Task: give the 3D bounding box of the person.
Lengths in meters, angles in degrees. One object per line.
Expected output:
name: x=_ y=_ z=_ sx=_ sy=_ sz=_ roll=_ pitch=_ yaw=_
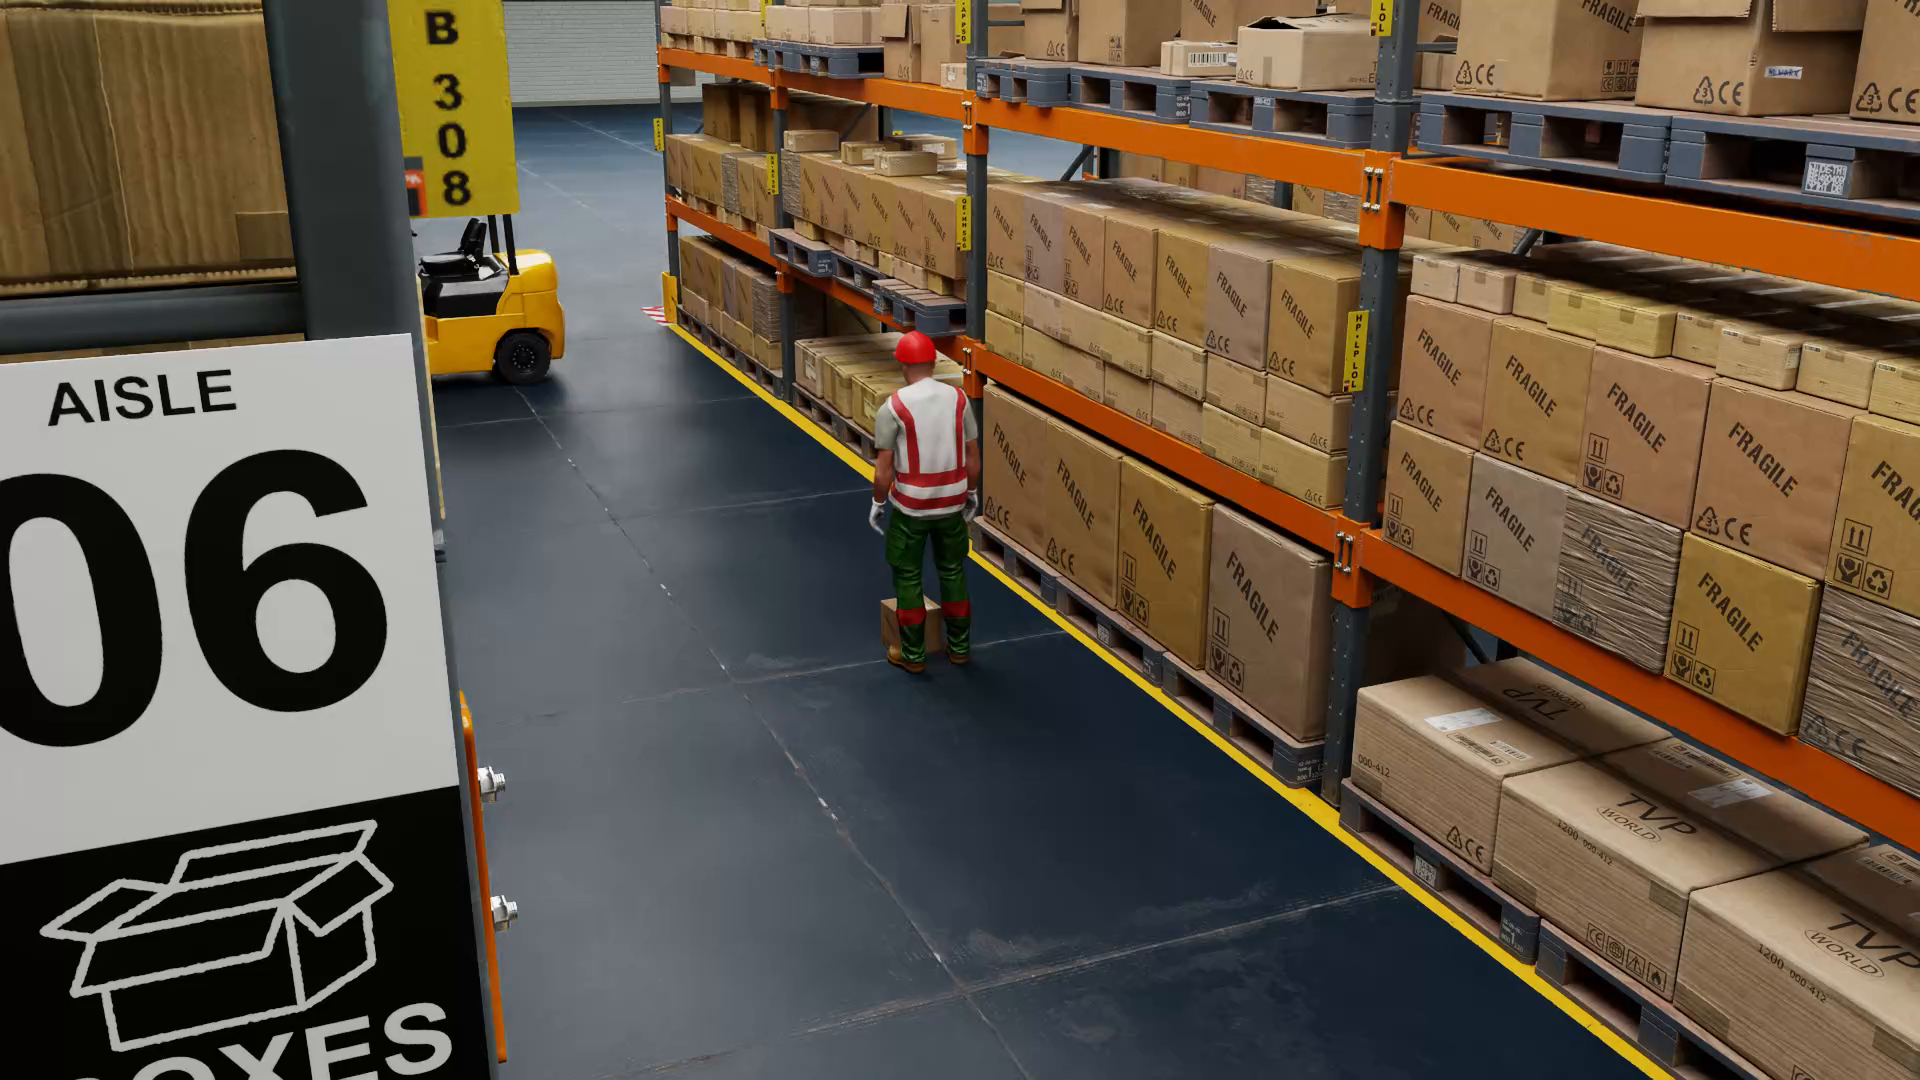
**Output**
person: x=-0.176 y=-0.191 z=8.602 sx=0.609 sy=1.780 sz=0.448 roll=-7 pitch=20 yaw=-21
